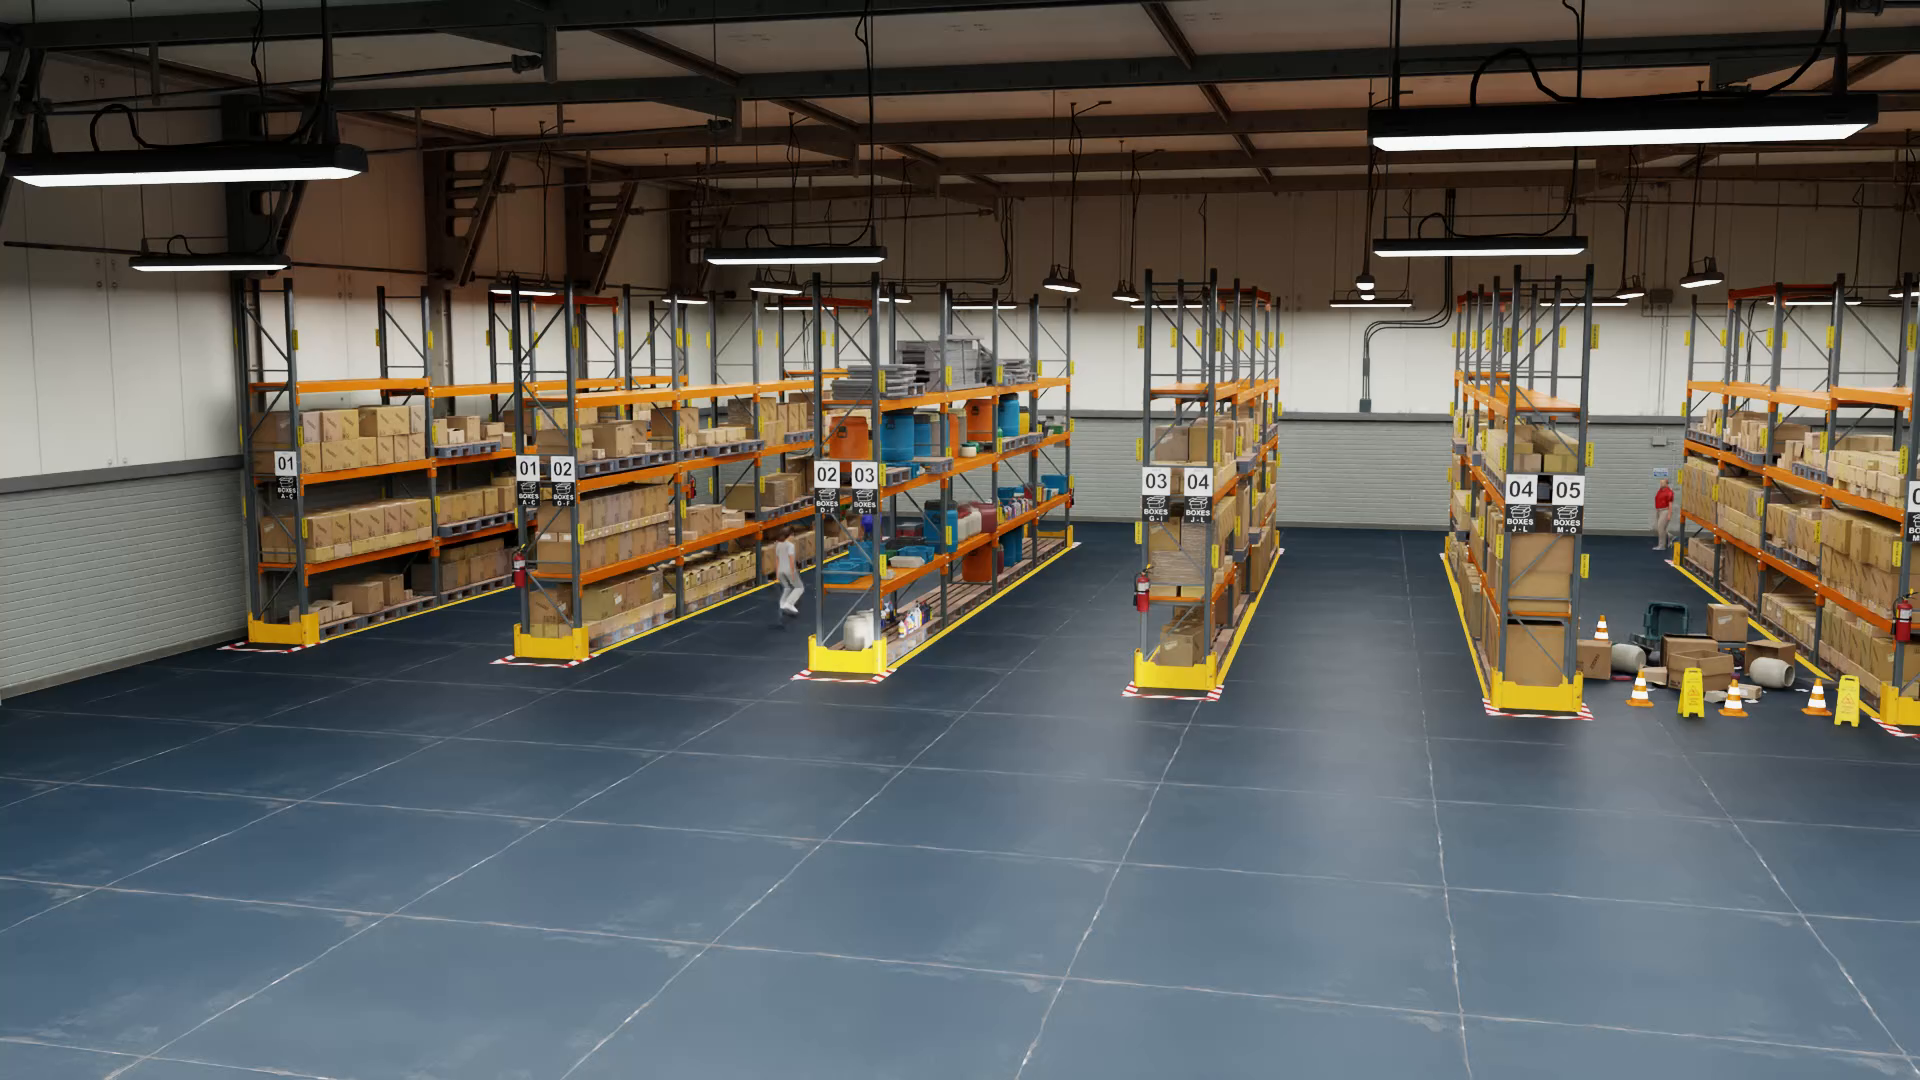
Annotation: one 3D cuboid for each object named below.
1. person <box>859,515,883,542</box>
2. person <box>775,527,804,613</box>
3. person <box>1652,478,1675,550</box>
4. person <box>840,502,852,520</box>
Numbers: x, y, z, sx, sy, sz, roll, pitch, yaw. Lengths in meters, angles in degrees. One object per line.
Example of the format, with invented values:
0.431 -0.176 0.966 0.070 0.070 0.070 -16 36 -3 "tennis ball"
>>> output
-1.875 -0.063 35.299 0.446 1.551 1.045 2 7 13 "person"
-3.062 0.524 29.463 0.499 1.504 0.515 3 8 24 "person"
16.840 -0.621 39.689 0.617 1.711 0.529 0 7 -3 "person"
-3.196 -1.359 45.629 0.542 1.774 0.729 -3 8 -25 "person"
